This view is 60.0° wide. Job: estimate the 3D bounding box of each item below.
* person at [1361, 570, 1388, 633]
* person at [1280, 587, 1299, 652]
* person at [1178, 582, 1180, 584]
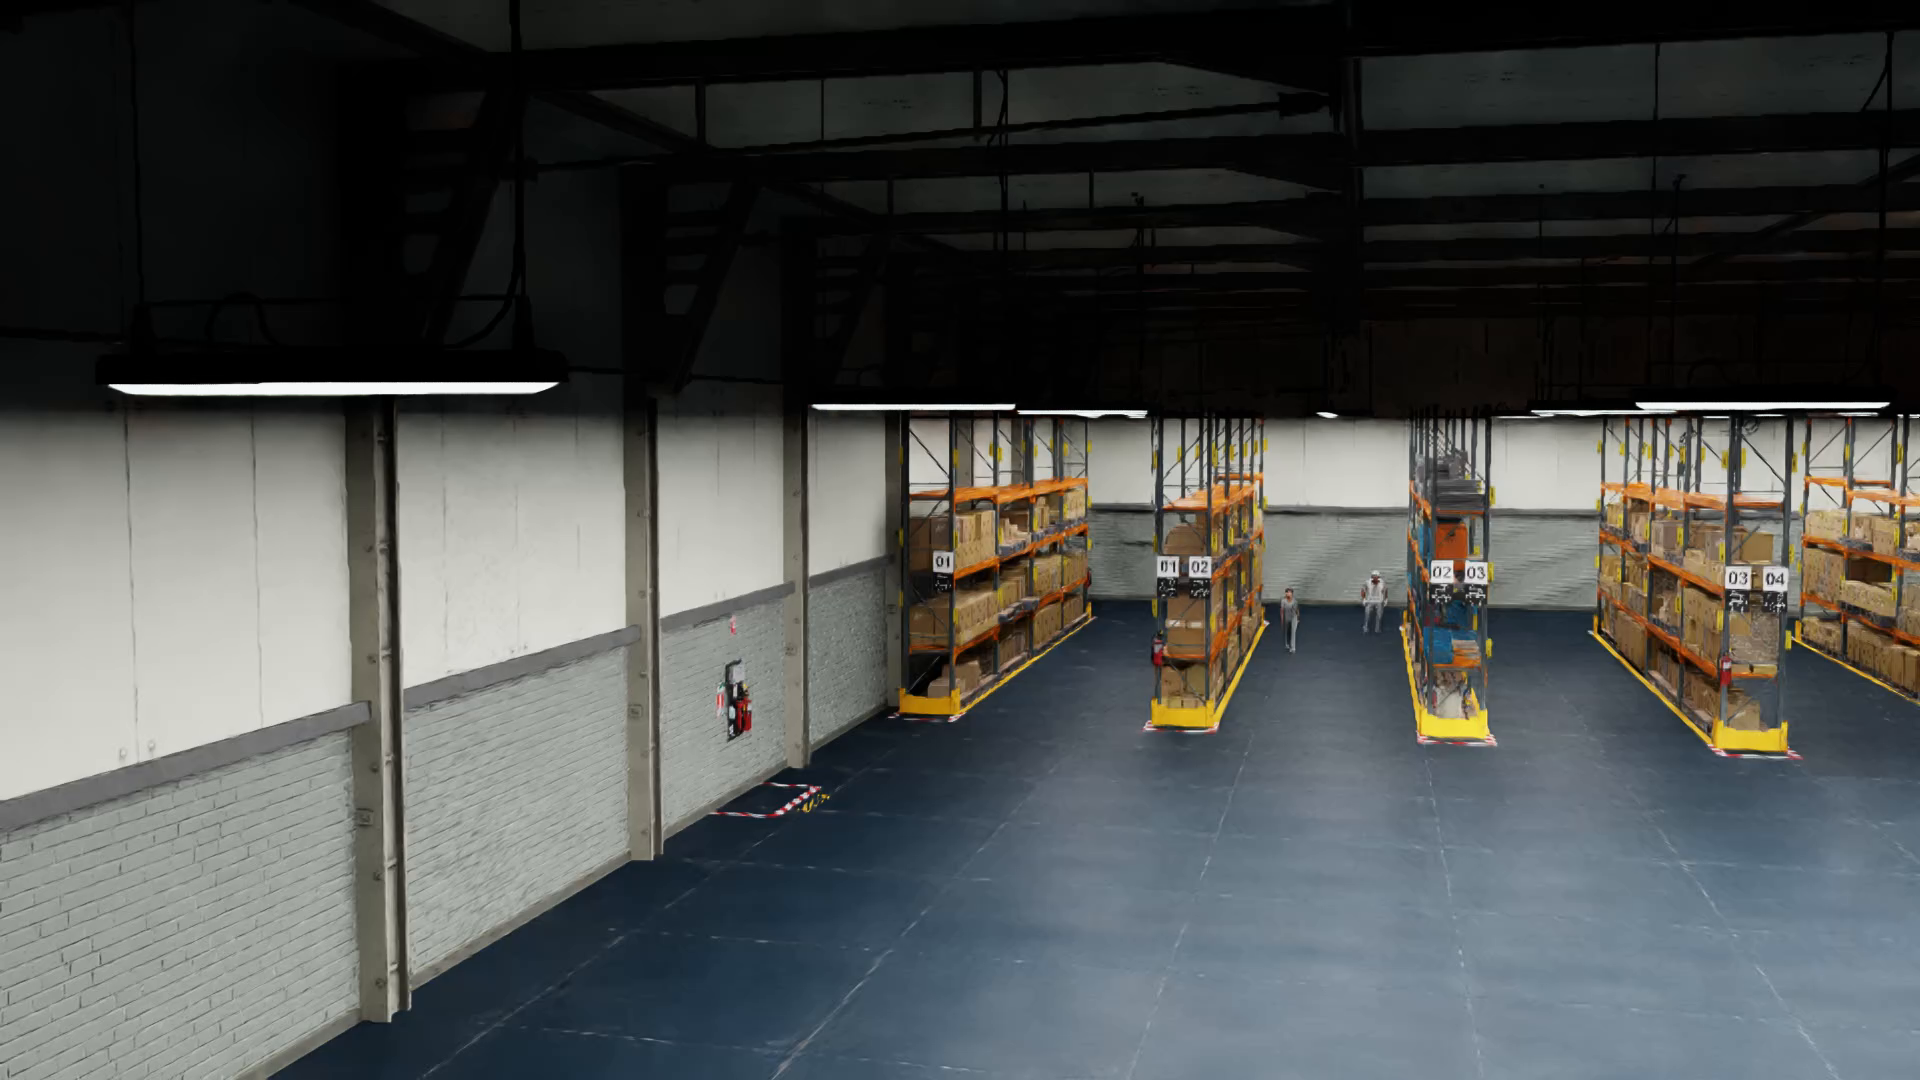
[{"bbox_3d":[11.140,1.659,44.696,0.702,1.735,0.549,1,4,12],"label":"person"},{"bbox_3d":[8.158,1.955,41.229,0.446,1.590,1.110,1,4,16],"label":"person"},{"bbox_3d":[6.682,1.255,50.142,0.707,1.739,0.547,-2,5,-26],"label":"person"}]
